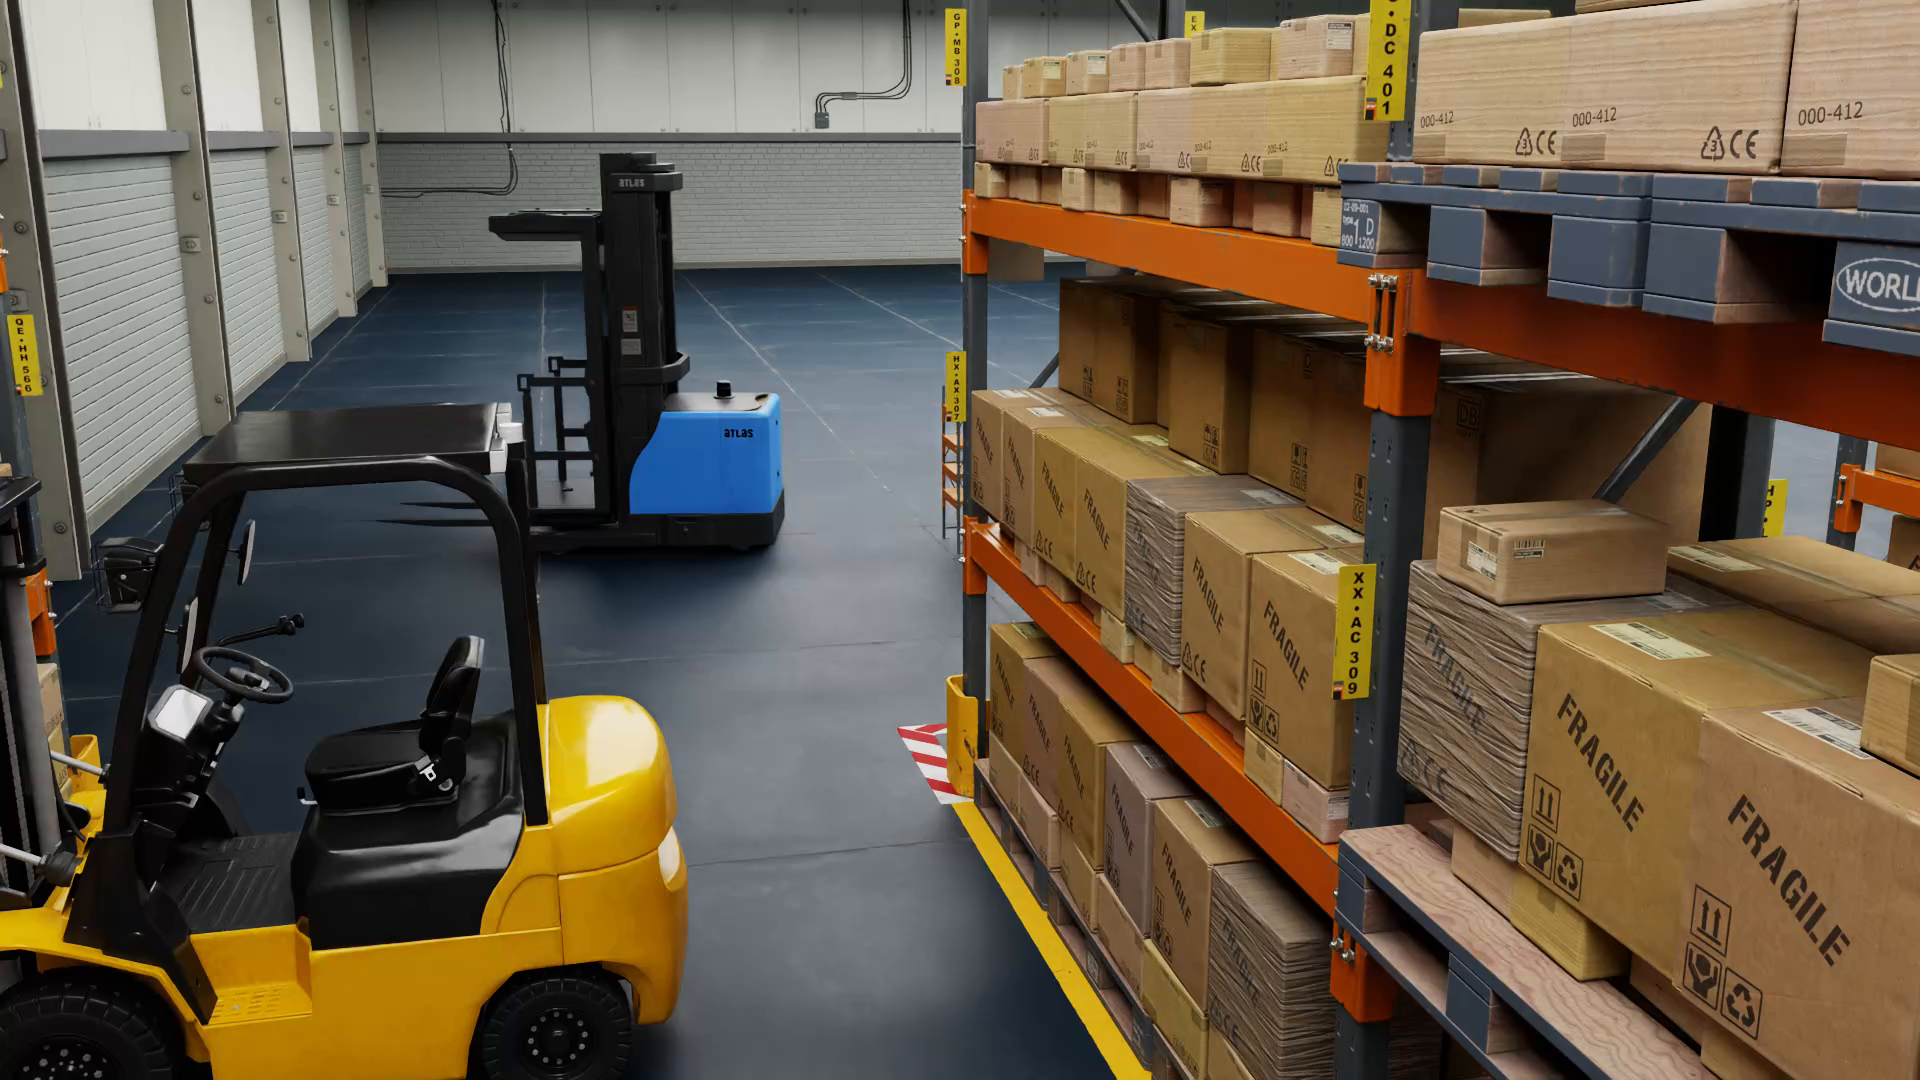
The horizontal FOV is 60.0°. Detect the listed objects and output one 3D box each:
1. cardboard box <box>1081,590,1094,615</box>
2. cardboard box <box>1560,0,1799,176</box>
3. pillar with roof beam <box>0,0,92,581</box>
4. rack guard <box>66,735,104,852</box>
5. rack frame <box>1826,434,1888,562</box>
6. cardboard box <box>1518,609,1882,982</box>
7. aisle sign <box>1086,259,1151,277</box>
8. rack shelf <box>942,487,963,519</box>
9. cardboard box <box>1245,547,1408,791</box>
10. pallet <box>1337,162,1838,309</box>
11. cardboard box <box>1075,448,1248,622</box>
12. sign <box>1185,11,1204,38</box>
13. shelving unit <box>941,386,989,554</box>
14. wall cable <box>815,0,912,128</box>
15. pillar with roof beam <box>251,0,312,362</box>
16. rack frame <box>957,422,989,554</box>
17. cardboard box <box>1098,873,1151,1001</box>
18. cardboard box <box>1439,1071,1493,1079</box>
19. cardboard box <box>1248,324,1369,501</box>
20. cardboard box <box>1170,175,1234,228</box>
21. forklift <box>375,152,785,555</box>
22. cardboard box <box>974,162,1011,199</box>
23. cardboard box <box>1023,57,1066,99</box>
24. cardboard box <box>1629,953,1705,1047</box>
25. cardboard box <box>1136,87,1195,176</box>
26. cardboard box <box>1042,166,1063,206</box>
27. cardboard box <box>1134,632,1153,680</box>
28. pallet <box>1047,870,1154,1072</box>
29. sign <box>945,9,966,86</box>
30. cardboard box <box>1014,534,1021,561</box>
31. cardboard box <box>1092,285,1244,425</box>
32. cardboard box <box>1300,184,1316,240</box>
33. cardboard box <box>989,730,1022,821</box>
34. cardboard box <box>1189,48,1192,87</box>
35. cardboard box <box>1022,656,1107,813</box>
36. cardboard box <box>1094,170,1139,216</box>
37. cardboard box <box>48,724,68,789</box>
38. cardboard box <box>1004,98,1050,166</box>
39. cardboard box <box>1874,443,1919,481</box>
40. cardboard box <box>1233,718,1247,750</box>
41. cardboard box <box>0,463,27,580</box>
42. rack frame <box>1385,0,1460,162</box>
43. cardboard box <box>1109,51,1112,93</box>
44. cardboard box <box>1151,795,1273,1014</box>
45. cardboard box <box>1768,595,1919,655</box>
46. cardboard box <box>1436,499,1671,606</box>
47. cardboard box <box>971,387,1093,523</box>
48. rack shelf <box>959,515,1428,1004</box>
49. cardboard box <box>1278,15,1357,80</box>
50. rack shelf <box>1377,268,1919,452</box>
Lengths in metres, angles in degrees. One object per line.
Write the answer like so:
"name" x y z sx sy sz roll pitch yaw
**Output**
"cardboard box" 0.677 0.194 6.343 0.380 0.149 0.250 -3 14 -11
"cardboard box" 1.320 -0.709 2.621 0.500 0.250 0.500 -3 14 -14
"pillar with roof beam" -2.248 -4.368 11.845 9.100 9.000 0.400 -3 14 -13
"rack guard" -4.317 1.168 7.091 1.175 0.500 0.348 -3 14 -13
"rack frame" 5.301 -0.617 9.133 1.000 3.000 0.127 -3 14 -13
"cardboard box" 1.402 0.447 3.053 0.500 0.500 0.500 -3 14 -13
"aisle sign" 0.780 -1.611 7.724 0.394 0.787 0.004 -3 14 -13
"rack shelf" 0.039 -0.286 12.691 0.258 0.148 0.480 -3 14 -13
"cardboard box" 1.106 0.323 4.447 0.500 0.500 0.500 -4 14 -15
"pallet" 1.494 -0.613 3.190 1.213 0.211 1.003 -3 14 -13
"cardboard box" 0.727 -0.033 5.903 0.500 0.500 0.500 -4 14 -14
"sign" 1.057 -2.231 7.555 0.100 0.325 0.005 -3 14 -13
"shelving unit" 0.039 -0.545 12.628 0.258 1.200 0.503 -3 14 -13
"wall cable" -2.244 -12.595 38.355 2.305 6.003 0.169 -3 14 -13
"pillar with roof beam" -5.066 -7.136 23.176 9.100 9.000 0.400 -3 14 -13
"rack frame" 0.096 -0.488 12.398 0.240 1.200 0.015 -3 14 -13
"cardboard box" 0.802 1.375 5.886 0.500 0.250 0.500 -3 14 -12
"cardboard box" 1.576 1.585 5.026 0.500 0.250 0.500 -4 14 -16
"cardboard box" 1.369 -0.424 5.398 0.700 0.500 0.500 -4 14 -14
"cardboard box" 0.854 -1.024 5.008 0.380 0.149 0.250 -3 14 -12
"forklift" -2.922 -1.437 12.635 3.031 2.935 1.130 0 14 -1
"cardboard box" 0.275 -1.558 7.194 0.380 0.149 0.250 -3 14 -13
"cardboard box" 0.458 -1.767 6.366 0.380 0.149 0.250 -3 14 -13
"cardboard box" 1.466 0.787 3.029 0.380 0.149 0.250 -2 14 -10
"cardboard box" 0.862 -1.246 5.074 0.500 0.250 0.500 -4 14 -14
"cardboard box" 0.535 -1.384 6.481 0.380 0.149 0.250 -3 14 -14
"cardboard box" 0.808 0.375 5.602 0.380 0.149 0.250 -4 14 -14
"pallet" 0.970 1.525 6.242 1.003 0.211 1.213 -3 14 -13
"sign" -0.015 -2.169 7.324 0.100 0.325 0.005 -3 14 -13
"cardboard box" 0.448 0.017 7.066 0.380 0.149 0.250 -4 14 -15
"cardboard box" 0.957 -0.774 6.830 0.700 0.500 0.500 -3 14 -13
"cardboard box" 1.108 -0.849 4.291 0.380 0.149 0.250 -3 14 -13
"cardboard box" 0.433 1.015 7.360 0.500 0.250 0.500 -3 14 -14
"cardboard box" 0.906 -1.418 4.940 0.380 0.149 0.250 -4 14 -14
"cardboard box" 0.567 0.777 6.756 0.500 0.500 0.500 -4 14 -15
"cardboard box" 0.684 -1.202 5.736 0.380 0.149 0.250 -4 14 -15
"cardboard box" -3.893 0.943 6.601 0.500 0.250 0.500 -3 14 -14
"cardboard box" 0.481 -1.599 6.521 0.500 0.250 0.500 -3 14 -14
"cardboard box" 5.432 -0.607 8.775 0.875 0.550 0.550 -3 14 -13
"cardboard box" 1.030 0.548 4.893 0.380 0.149 0.250 -3 14 -13
"cardboard box" -3.940 0.010 6.355 0.500 0.500 0.500 -4 14 -14
"rack frame" 1.452 -2.309 3.419 1.000 3.000 0.127 -3 14 -13
"cardboard box" 0.725 -1.594 5.661 0.380 0.149 0.250 -3 14 -12
"cardboard box" 0.931 1.134 5.296 0.500 0.500 0.500 -3 14 -12
"cardboard box" 1.902 0.416 3.182 0.500 0.500 0.500 -3 14 -13
"cardboard box" 1.219 0.021 3.432 0.380 0.149 0.250 -3 14 -13
"cardboard box" 0.355 -0.386 7.350 0.500 0.500 0.500 -4 14 -14
"rack shelf" 0.983 0.493 6.105 1.077 0.370 4.000 -3 14 -13
"cardboard box" 1.030 -1.234 4.188 0.380 0.149 0.250 -4 14 -15
"rack shelf" 1.922 -0.041 1.972 1.077 0.370 4.000 -3 14 -13
